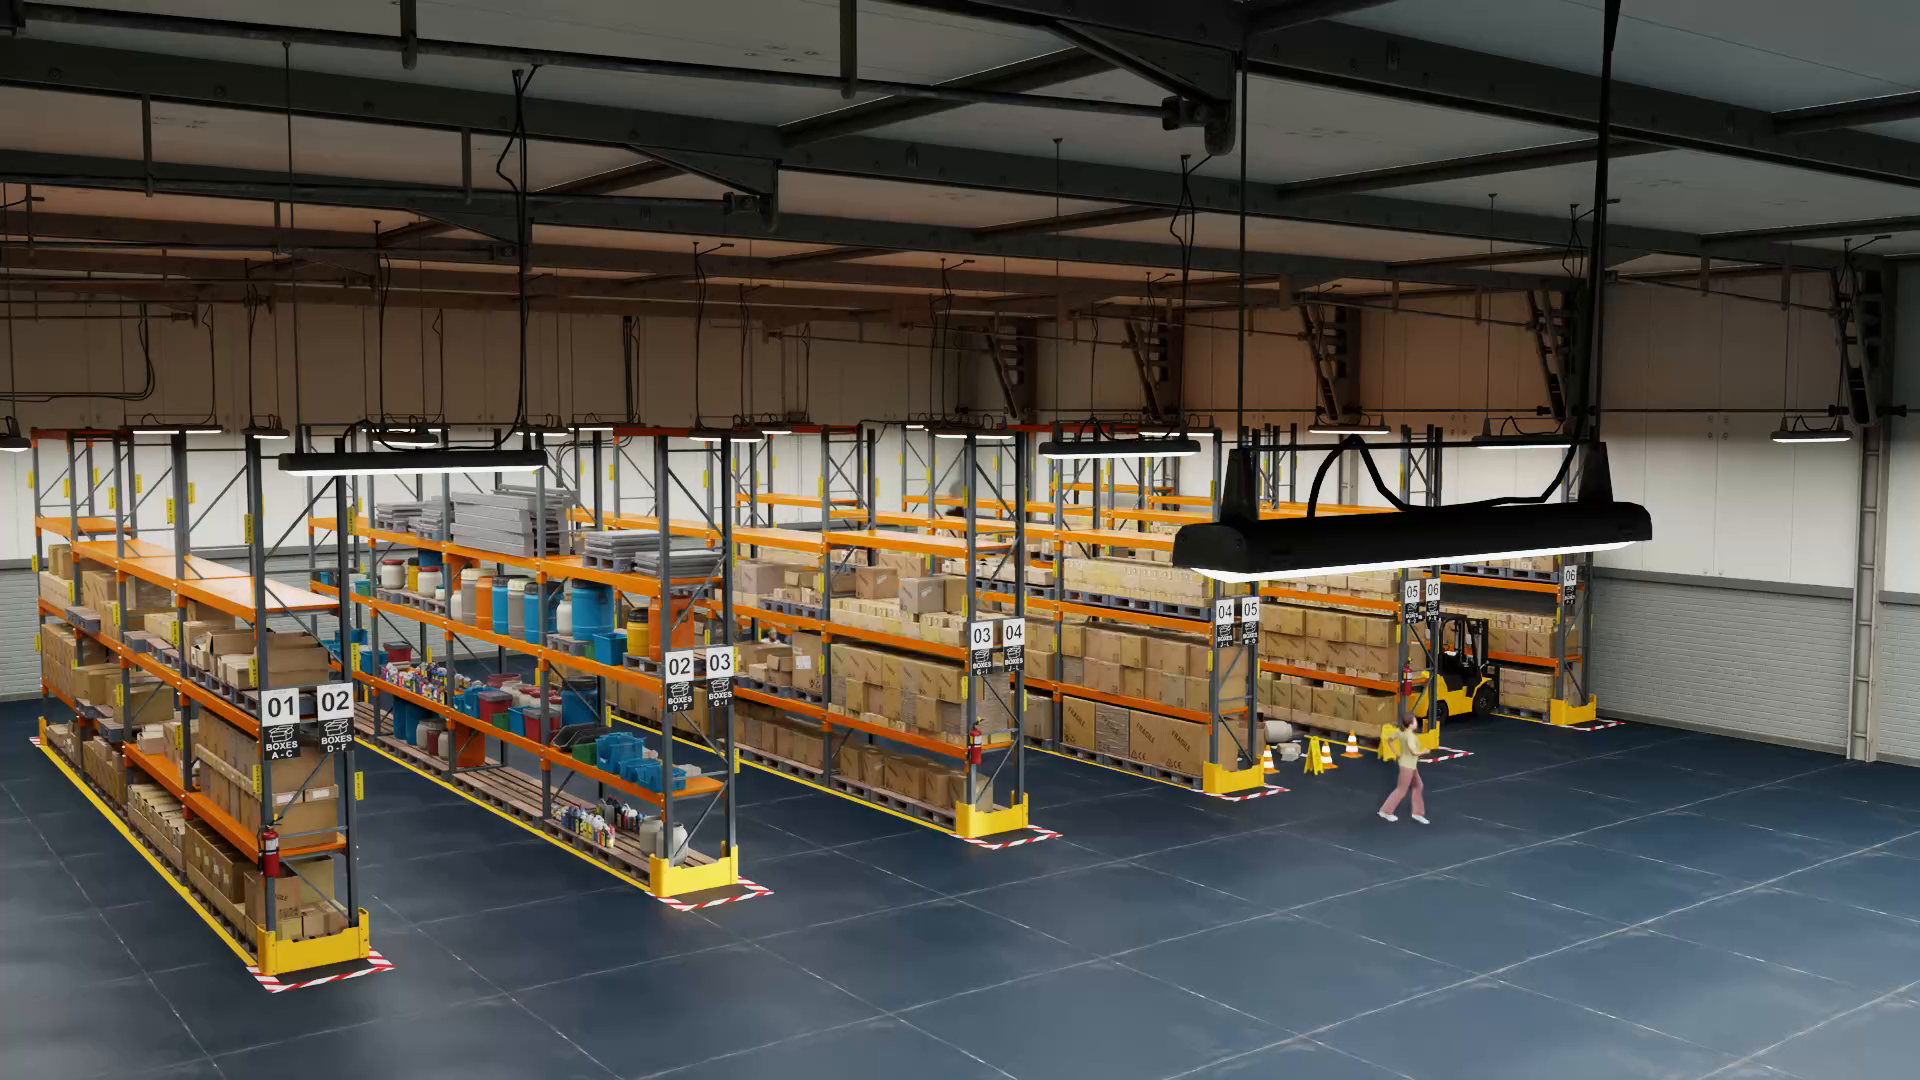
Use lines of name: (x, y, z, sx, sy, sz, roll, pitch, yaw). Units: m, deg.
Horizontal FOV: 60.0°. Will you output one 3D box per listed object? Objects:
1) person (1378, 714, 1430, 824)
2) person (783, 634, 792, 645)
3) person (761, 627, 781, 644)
person: (6.784, 3.502, 25.310, 0.798, 1.713, 0.565, 0, 4, 2)
person: (-4.283, 2.237, 42.421, 0.606, 1.564, 0.541, -4, 6, -45)
person: (-4.030, 2.689, 35.154, 0.701, 1.730, 0.786, -4, 6, -41)
